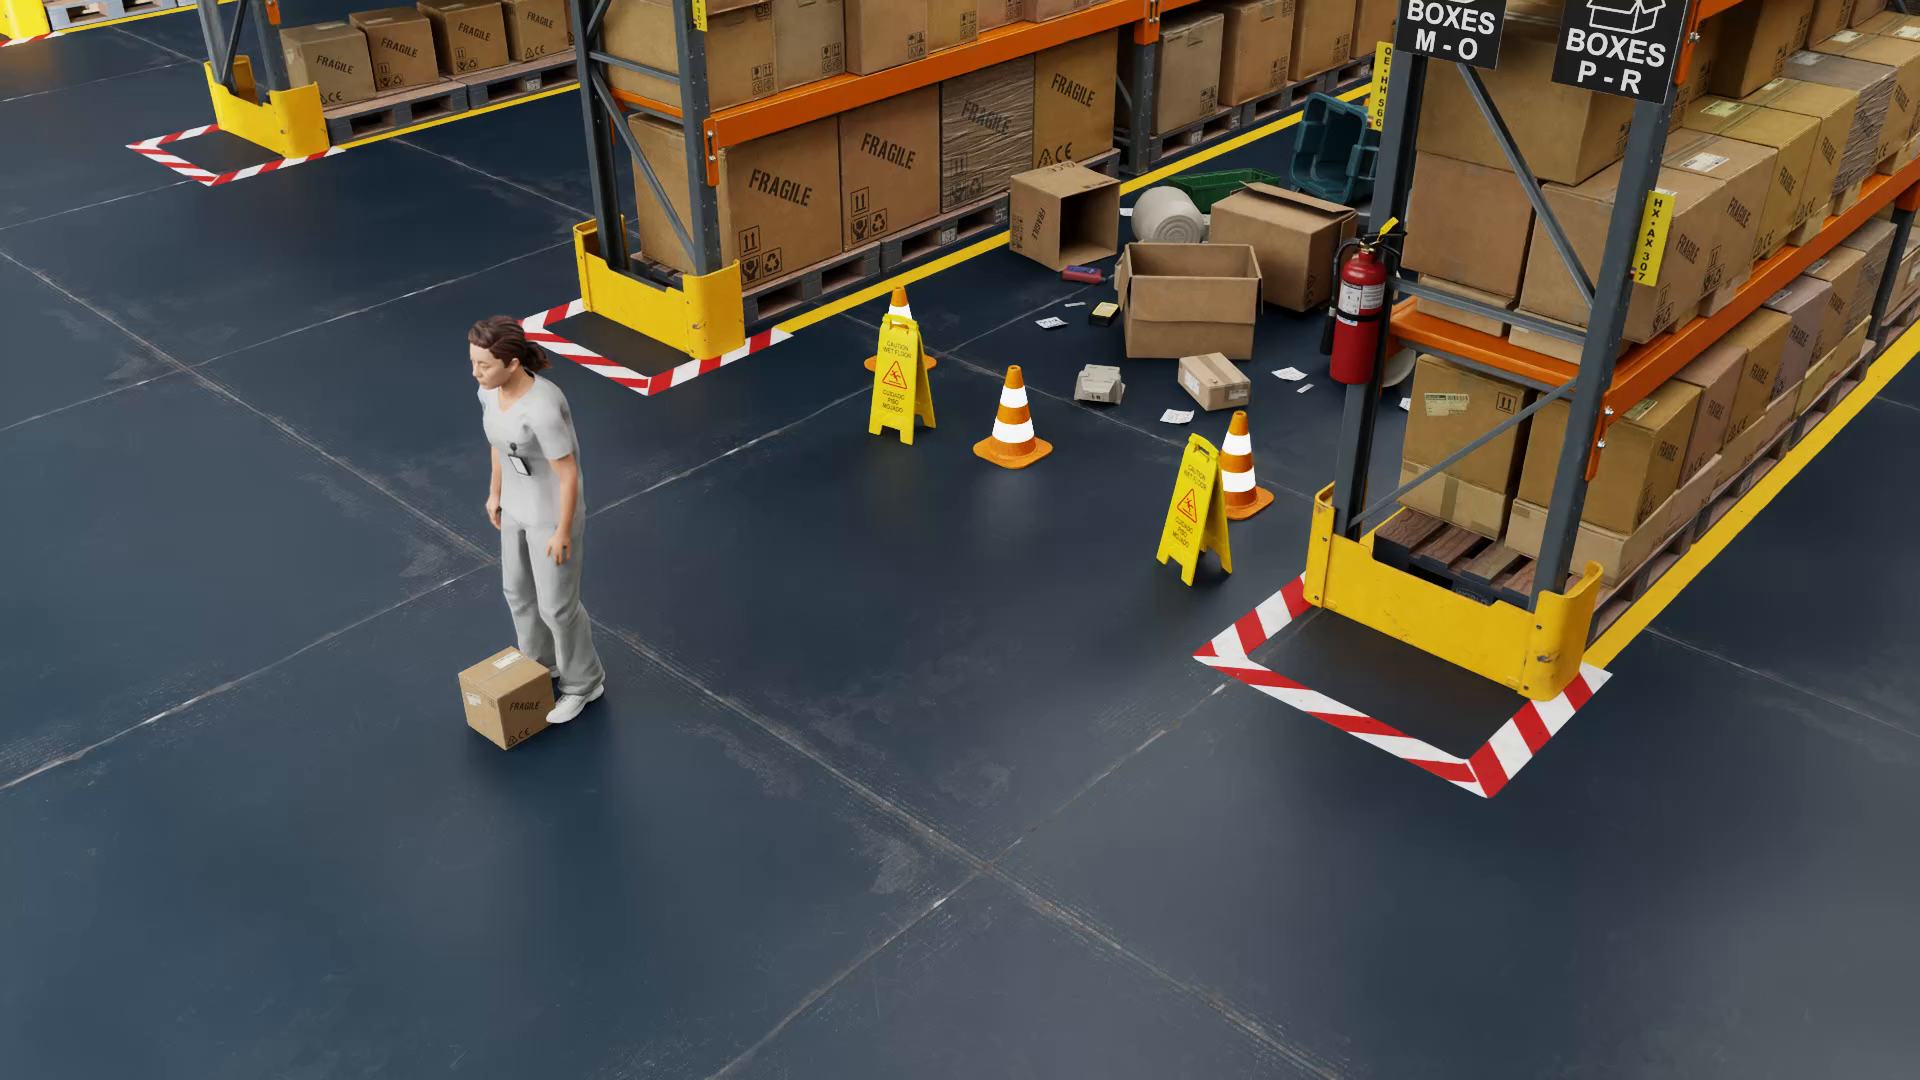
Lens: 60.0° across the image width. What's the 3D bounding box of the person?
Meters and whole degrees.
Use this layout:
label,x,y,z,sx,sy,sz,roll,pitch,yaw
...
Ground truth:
label,x,y,z,sx,sy,sz,roll,pitch,yaw
person,-1.606,-0.091,6.284,0.489,1.673,0.355,25,40,35
